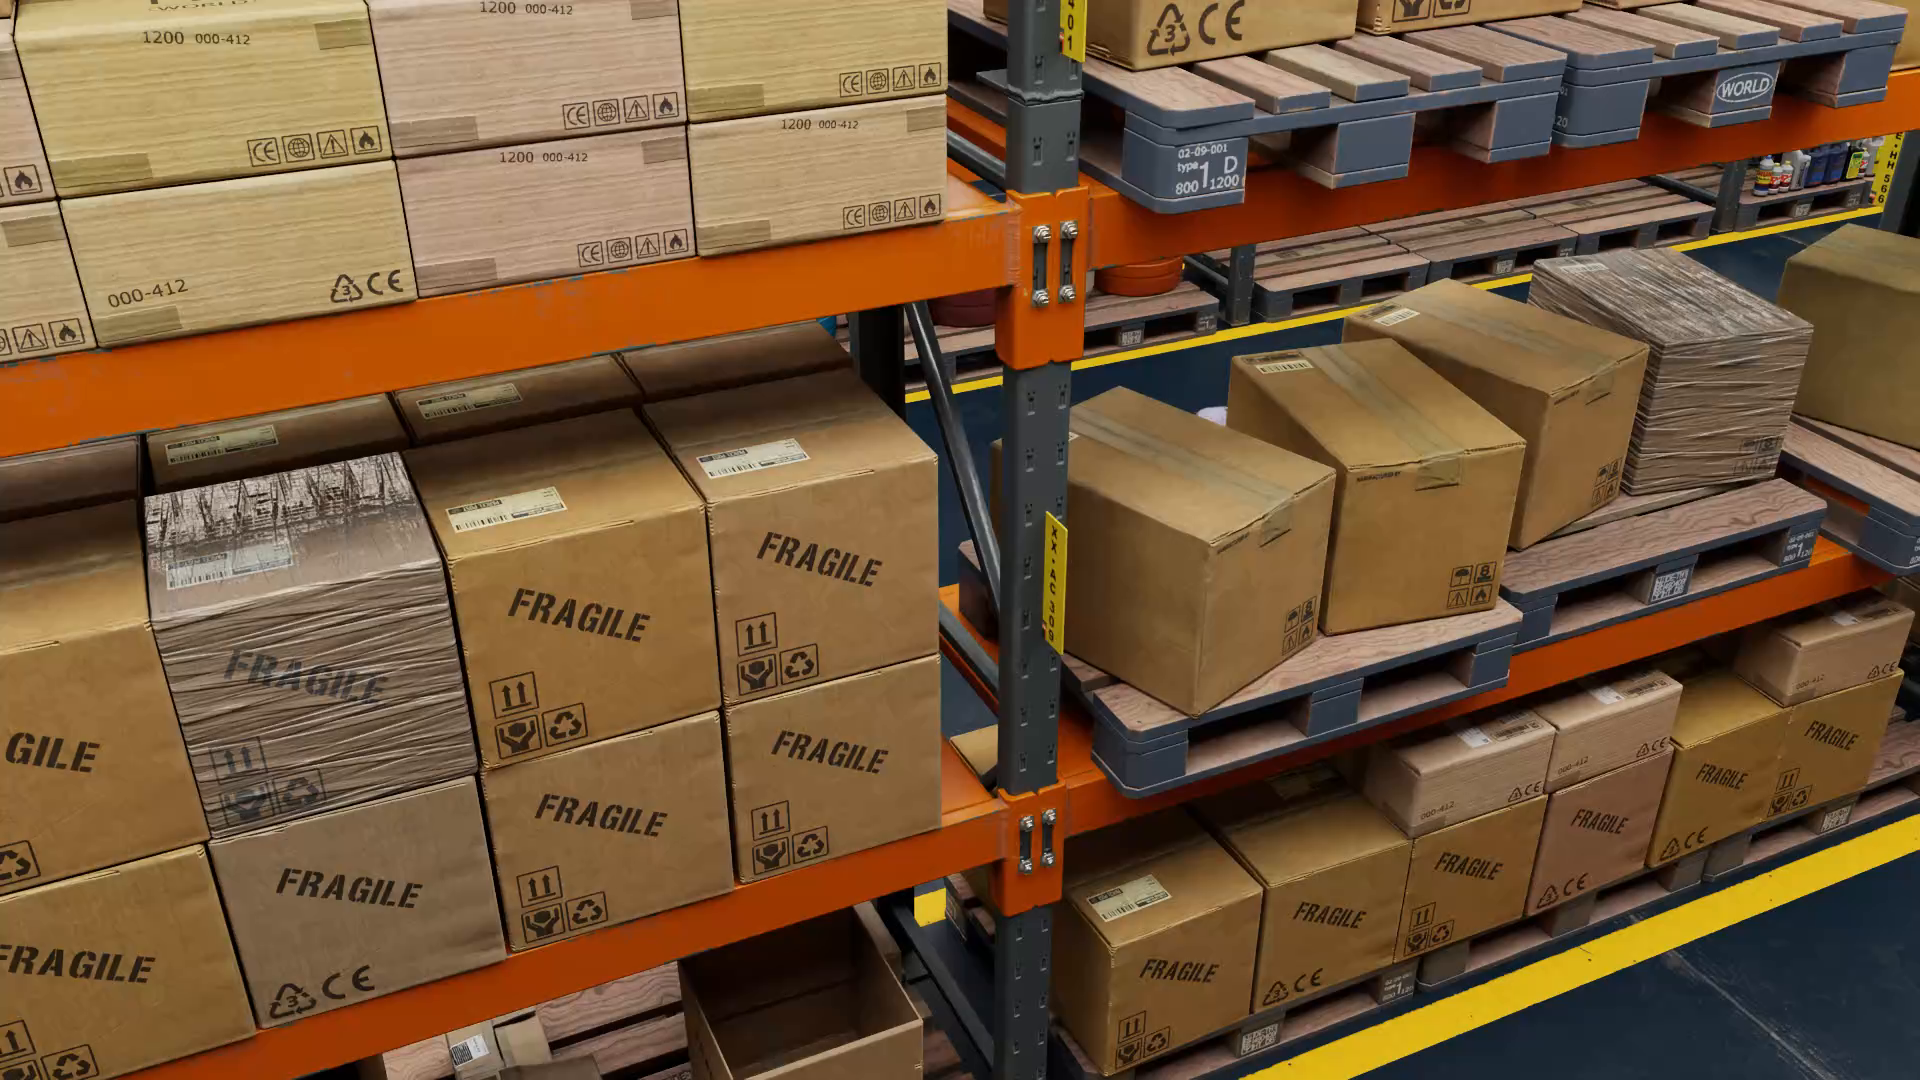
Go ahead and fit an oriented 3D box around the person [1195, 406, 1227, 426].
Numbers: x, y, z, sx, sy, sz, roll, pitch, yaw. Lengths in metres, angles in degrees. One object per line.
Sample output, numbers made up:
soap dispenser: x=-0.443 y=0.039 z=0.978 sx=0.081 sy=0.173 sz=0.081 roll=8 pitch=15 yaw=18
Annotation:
person: x=0.948 y=-0.021 z=6.691 sx=0.873 sy=1.147 sz=0.491 roll=-15 pitch=33 yaw=-24
